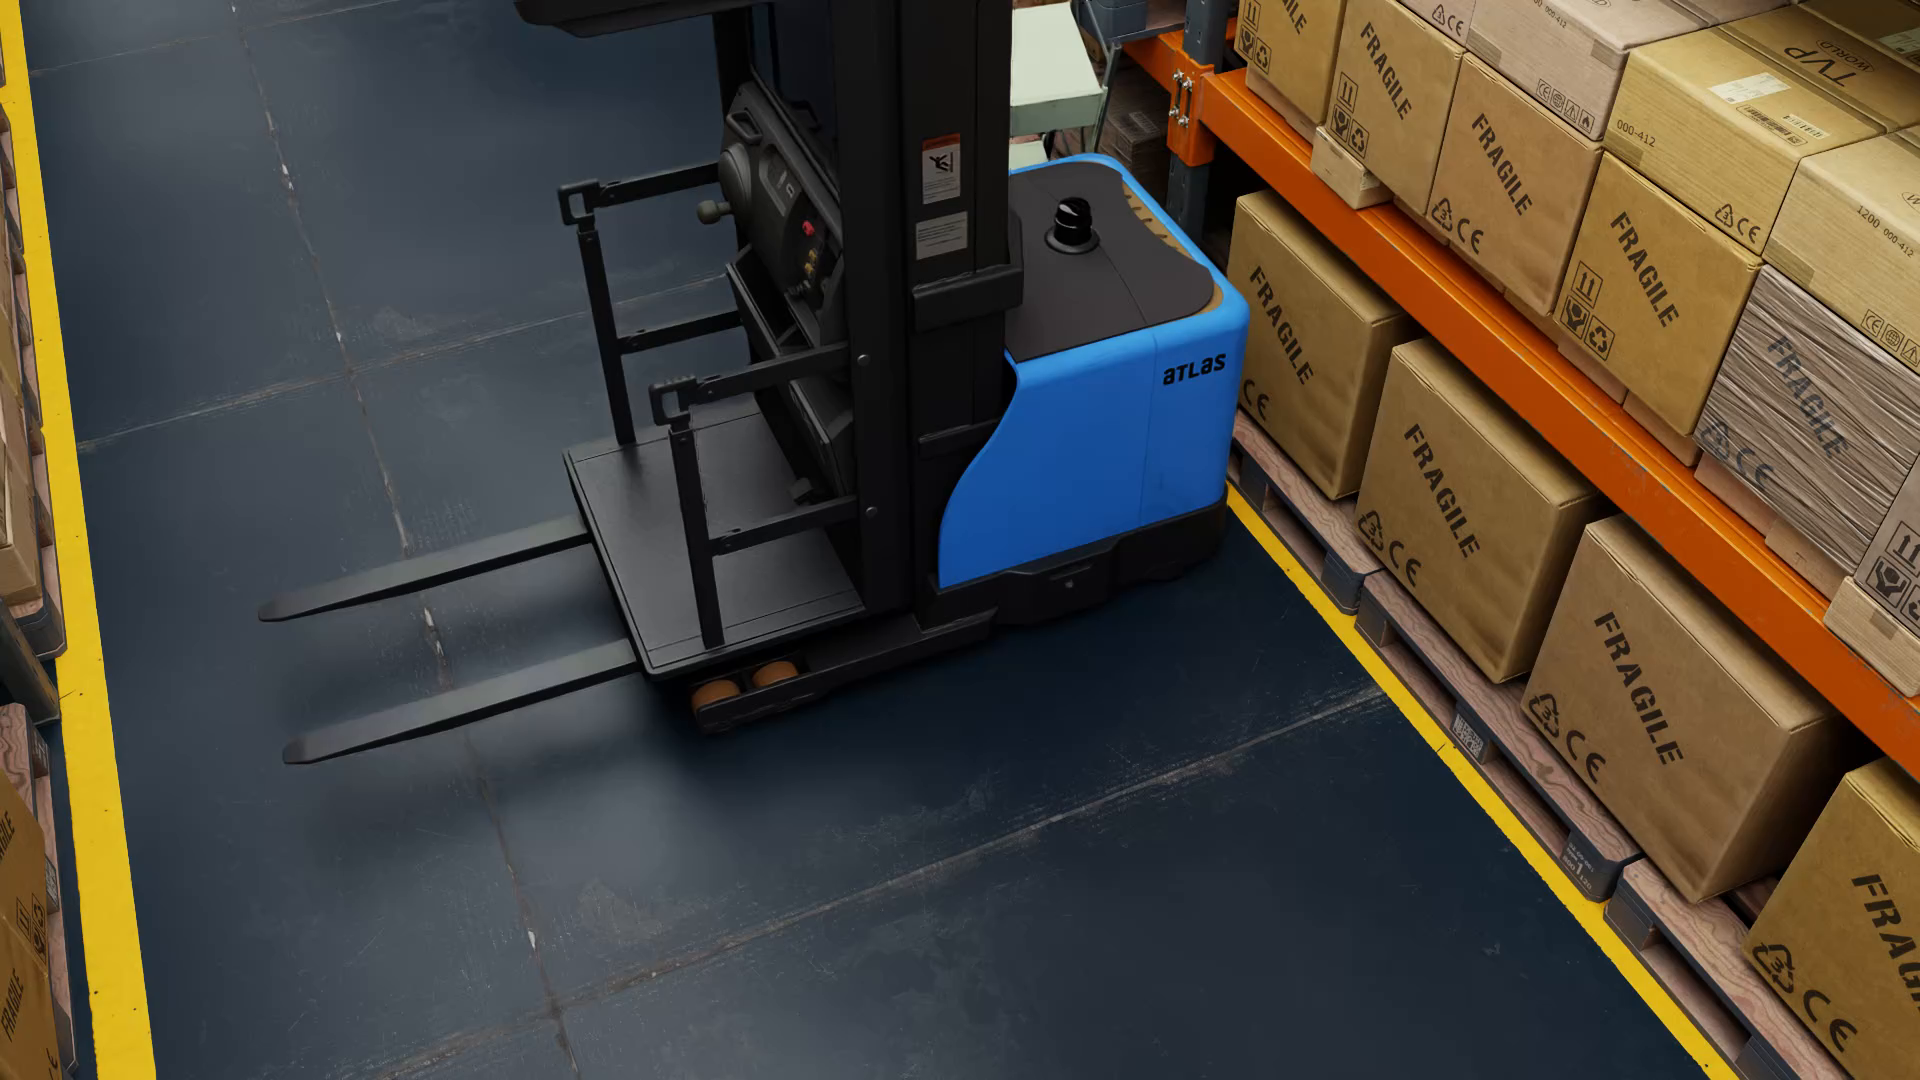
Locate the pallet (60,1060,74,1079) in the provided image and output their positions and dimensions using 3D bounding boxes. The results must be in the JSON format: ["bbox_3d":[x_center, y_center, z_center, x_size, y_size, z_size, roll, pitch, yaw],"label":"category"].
[{"bbox_3d":[-2.491,1.859,3.716,1.003,0.211,1.213,-18,47,-17],"label":"pallet"}]

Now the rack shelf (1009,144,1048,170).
[{"bbox_3d":[0.022,-1.241,6.192,0.686,0.124,0.368,-11,65,-11],"label":"rack shelf"}]

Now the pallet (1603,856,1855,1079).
[{"bbox_3d":[2.502,1.210,4.374,1.003,0.211,1.213,-18,47,-17],"label":"pallet"}]

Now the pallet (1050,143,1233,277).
[{"bbox_3d":[0.886,-1.368,6.987,1.003,0.211,1.213,-18,47,-17],"label":"pallet"}]

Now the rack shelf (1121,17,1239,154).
[{"bbox_3d":[0.372,-2.881,7.046,1.077,0.370,4.000,-18,47,-17],"label":"rack shelf"}]

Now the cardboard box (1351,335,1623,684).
[{"bbox_3d":[1.766,-0.179,5.028,0.750,0.750,0.750,-18,47,-18],"label":"cardboard box"}]

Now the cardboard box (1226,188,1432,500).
[{"bbox_3d":[1.404,-0.740,5.595,0.750,0.750,0.750,-19,48,-18],"label":"cardboard box"}]

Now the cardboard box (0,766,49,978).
[{"bbox_3d":[-2.673,0.863,4.207,0.500,0.500,0.500,-16,47,-16],"label":"cardboard box"}]

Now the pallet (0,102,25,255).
[{"bbox_3d":[-4.616,-1.496,7.116,1.003,0.211,1.213,-18,47,-17],"label":"pallet"}]

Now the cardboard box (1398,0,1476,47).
[{"bbox_3d":[1.397,-1.570,4.375,0.500,0.250,0.500,-19,48,-18],"label":"cardboard box"}]

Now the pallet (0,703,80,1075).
[{"bbox_3d":[-3.000,1.082,4.503,1.003,0.211,1.213,-18,47,-17],"label":"pallet"}]

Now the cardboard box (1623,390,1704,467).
[{"bbox_3d":[1.901,-0.358,4.142,0.380,0.149,0.250,-17,47,-16],"label":"cardboard box"}]

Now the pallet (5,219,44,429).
[{"bbox_3d":[-4.099,-0.717,6.327,1.003,0.211,1.213,-18,47,-17],"label":"pallet"}]

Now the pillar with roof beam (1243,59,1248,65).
[{"bbox_3d":[-2.454,-3.811,3.205,9.100,9.000,0.400,-18,47,-17],"label":"pillar with roof beam"}]

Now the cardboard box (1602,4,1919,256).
[{"bbox_3d":[1.831,-0.929,3.725,0.500,0.250,0.500,-19,48,-18],"label":"cardboard box"}]

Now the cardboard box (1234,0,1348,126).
[{"bbox_3d":[1.185,-1.626,4.965,0.500,0.500,0.500,-17,47,-16],"label":"cardboard box"}]

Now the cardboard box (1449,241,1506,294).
[{"bbox_3d":[1.609,-0.858,4.648,0.380,0.149,0.250,-17,47,-17],"label":"cardboard box"}]

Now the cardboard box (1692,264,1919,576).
[{"bbox_3d":[2.046,-0.327,3.648,0.500,0.500,0.500,-18,47,-17],"label":"cardboard box"}]

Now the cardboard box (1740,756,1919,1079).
[{"bbox_3d":[2.504,0.926,3.907,0.750,0.750,0.750,-18,47,-17],"label":"cardboard box"}]

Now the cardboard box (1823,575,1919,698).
[{"bbox_3d":[2.136,0.154,3.623,0.380,0.149,0.250,-18,47,-17],"label":"cardboard box"}]

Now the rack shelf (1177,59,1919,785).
[{"bbox_3d":[2.054,-0.332,4.463,1.077,0.370,4.000,-18,47,-17],"label":"rack shelf"}]

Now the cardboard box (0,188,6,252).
[{"bbox_3d":[-4.097,-1.290,6.580,0.500,0.250,0.500,-17,47,-17],"label":"cardboard box"}]

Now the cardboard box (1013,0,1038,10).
[{"bbox_3d":[0.518,-2.244,7.355,0.700,0.500,0.500,-18,47,-18],"label":"cardboard box"}]

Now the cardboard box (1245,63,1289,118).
[{"bbox_3d":[1.142,-1.502,5.301,0.380,0.149,0.250,-19,48,-18],"label":"cardboard box"}]

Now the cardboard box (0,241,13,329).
[{"bbox_3d":[-3.885,-0.965,6.251,0.500,0.250,0.500,-17,47,-17],"label":"cardboard box"}]

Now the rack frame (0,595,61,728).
[{"bbox_3d":[-3.280,-0.397,4.017,1.000,3.000,0.127,-18,47,-17],"label":"rack frame"}]

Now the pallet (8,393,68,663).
[{"bbox_3d":[-3.590,0.059,5.540,1.003,0.211,1.213,-18,47,-17],"label":"pallet"}]

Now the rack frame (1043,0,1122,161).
[{"bbox_3d":[0.394,-1.412,6.055,0.023,1.500,0.400,-11,65,-11],"label":"rack frame"}]

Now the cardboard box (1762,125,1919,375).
[{"bbox_3d":[2.046,-0.605,3.396,0.500,0.250,0.500,-17,47,-17],"label":"cardboard box"}]

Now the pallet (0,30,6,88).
[{"bbox_3d":[-5.258,-2.473,8.106,1.003,0.211,1.213,-18,47,-17],"label":"pallet"}]

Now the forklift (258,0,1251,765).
[{"bbox_3d":[-0.681,-0.851,4.571,3.031,2.867,1.129,-17,47,-16],"label":"forklift"}]

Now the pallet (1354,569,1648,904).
[{"bbox_3d":[1.986,0.431,5.163,1.003,0.211,1.213,-18,47,-17],"label":"pallet"}]

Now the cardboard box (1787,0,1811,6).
[{"bbox_3d":[2.067,-1.407,4.209,0.500,0.250,0.500,-19,48,-18],"label":"cardboard box"}]

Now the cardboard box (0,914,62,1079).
[{"bbox_3d":[-2.456,1.192,3.872,0.500,0.500,0.500,-20,48,-19],"label":"cardboard box"}]

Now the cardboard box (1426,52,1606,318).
[{"bbox_3d":[1.605,-0.973,4.303,0.500,0.500,0.500,-18,47,-18],"label":"cardboard box"}]

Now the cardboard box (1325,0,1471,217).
[{"bbox_3d":[1.397,-1.290,4.624,0.500,0.500,0.500,-17,47,-16],"label":"cardboard box"}]

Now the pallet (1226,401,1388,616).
[{"bbox_3d":[1.477,-0.345,5.950,1.003,0.211,1.213,-18,47,-17],"label":"pallet"}]

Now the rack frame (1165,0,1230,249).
[{"bbox_3d":[1.213,-1.863,5.502,1.000,3.000,0.127,-18,47,-17],"label":"rack frame"}]

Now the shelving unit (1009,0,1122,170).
[{"bbox_3d":[0.041,-1.342,5.988,0.755,1.500,0.431,-11,65,-11],"label":"shelving unit"}]

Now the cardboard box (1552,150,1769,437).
[{"bbox_3d":[1.831,-0.644,3.969,0.500,0.500,0.500,-17,47,-16],"label":"cardboard box"}]

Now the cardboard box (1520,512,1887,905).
[{"bbox_3d":[2.128,0.361,4.480,0.750,0.750,0.750,-17,47,-16],"label":"cardboard box"}]

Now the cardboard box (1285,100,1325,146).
[{"bbox_3d":[1.240,-1.339,5.136,0.380,0.149,0.250,-17,47,-17],"label":"cardboard box"}]

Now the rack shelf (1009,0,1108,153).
[{"bbox_3d":[0.073,-1.513,5.639,0.720,0.370,0.431,-11,65,-11],"label":"rack shelf"}]

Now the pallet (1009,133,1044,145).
[{"bbox_3d":[0.377,-2.145,7.773,1.003,0.211,1.213,-18,47,-17],"label":"pallet"}]
